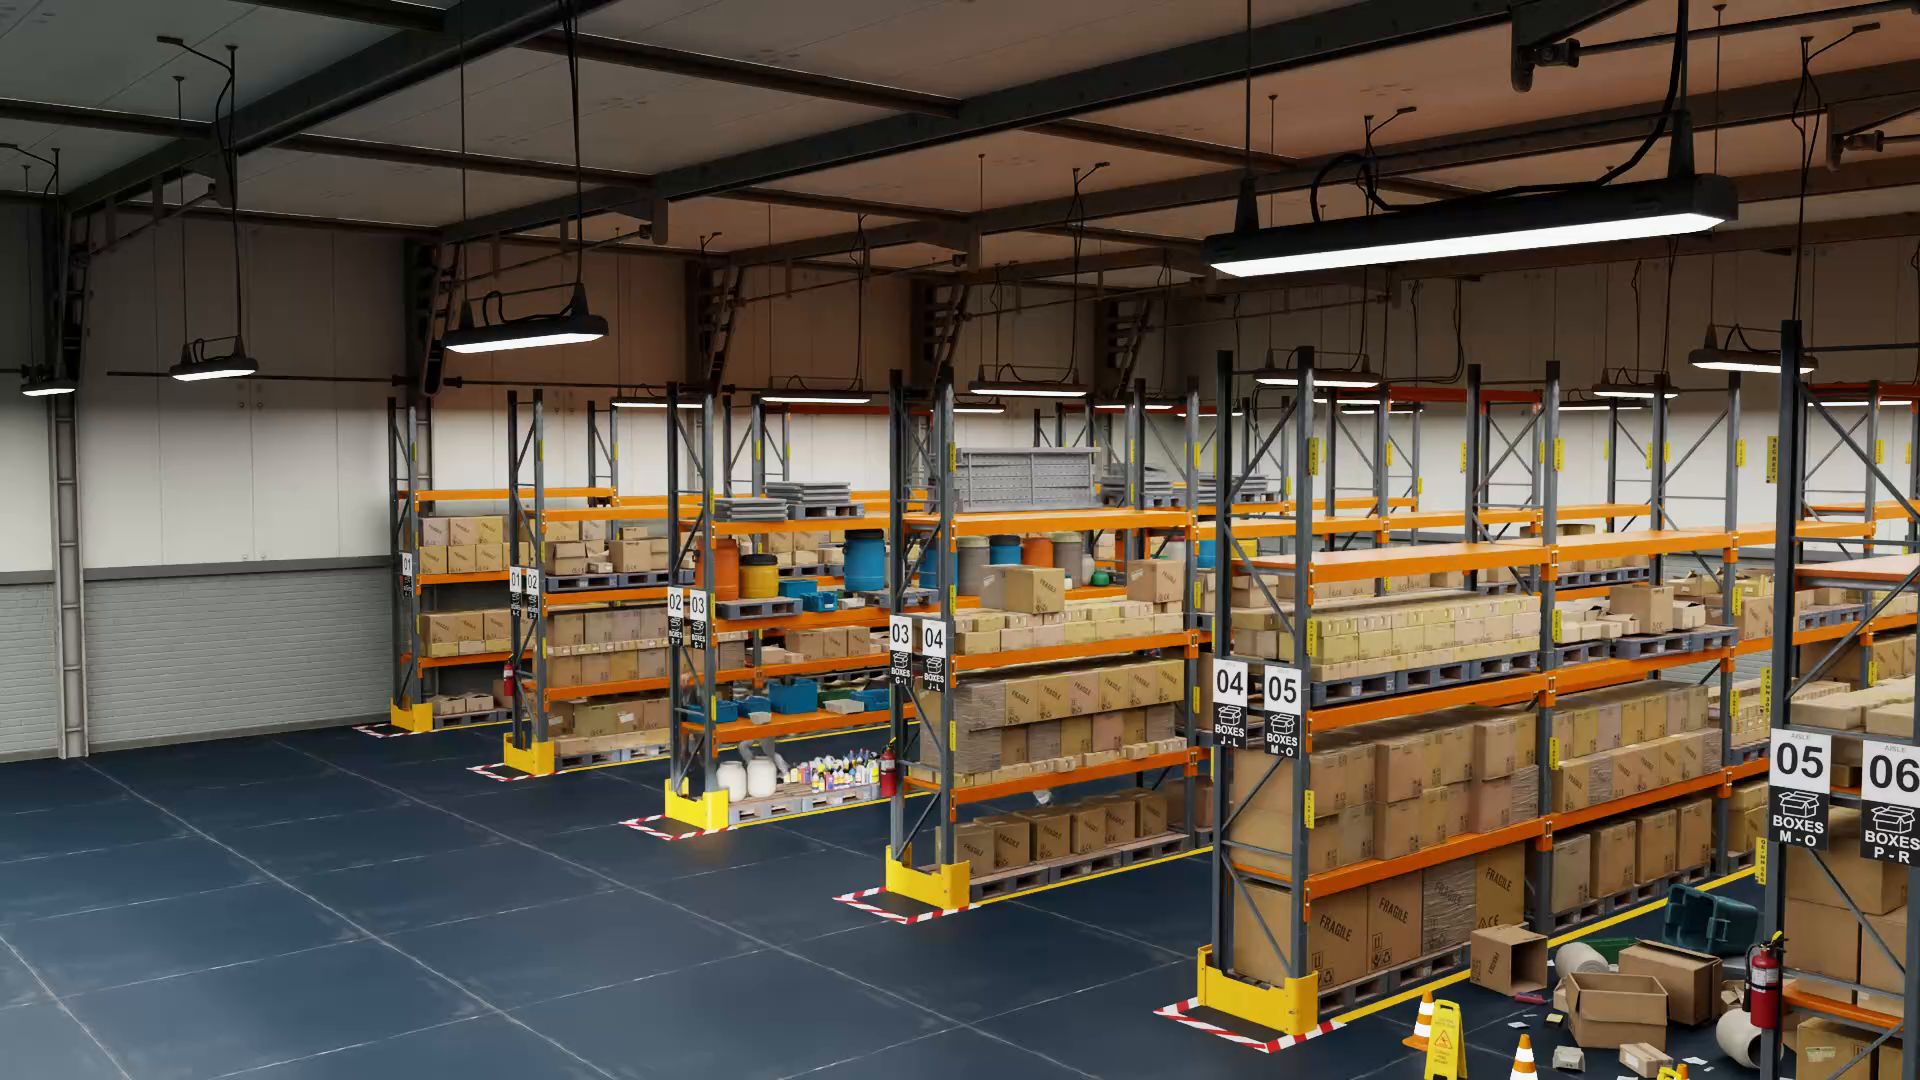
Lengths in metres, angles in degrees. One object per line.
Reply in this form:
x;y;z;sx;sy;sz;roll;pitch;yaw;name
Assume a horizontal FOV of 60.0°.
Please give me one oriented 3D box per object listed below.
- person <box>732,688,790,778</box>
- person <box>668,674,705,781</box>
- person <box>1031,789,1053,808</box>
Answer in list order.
-3.038;2.946;25.259;1.074;1.460;0.590;-1;4;-22;person
-4.147;2.857;25.615;0.659;1.662;0.775;0;3;-1;person
1.060;2.970;22.826;0.692;1.681;0.663;-2;4;-25;person
